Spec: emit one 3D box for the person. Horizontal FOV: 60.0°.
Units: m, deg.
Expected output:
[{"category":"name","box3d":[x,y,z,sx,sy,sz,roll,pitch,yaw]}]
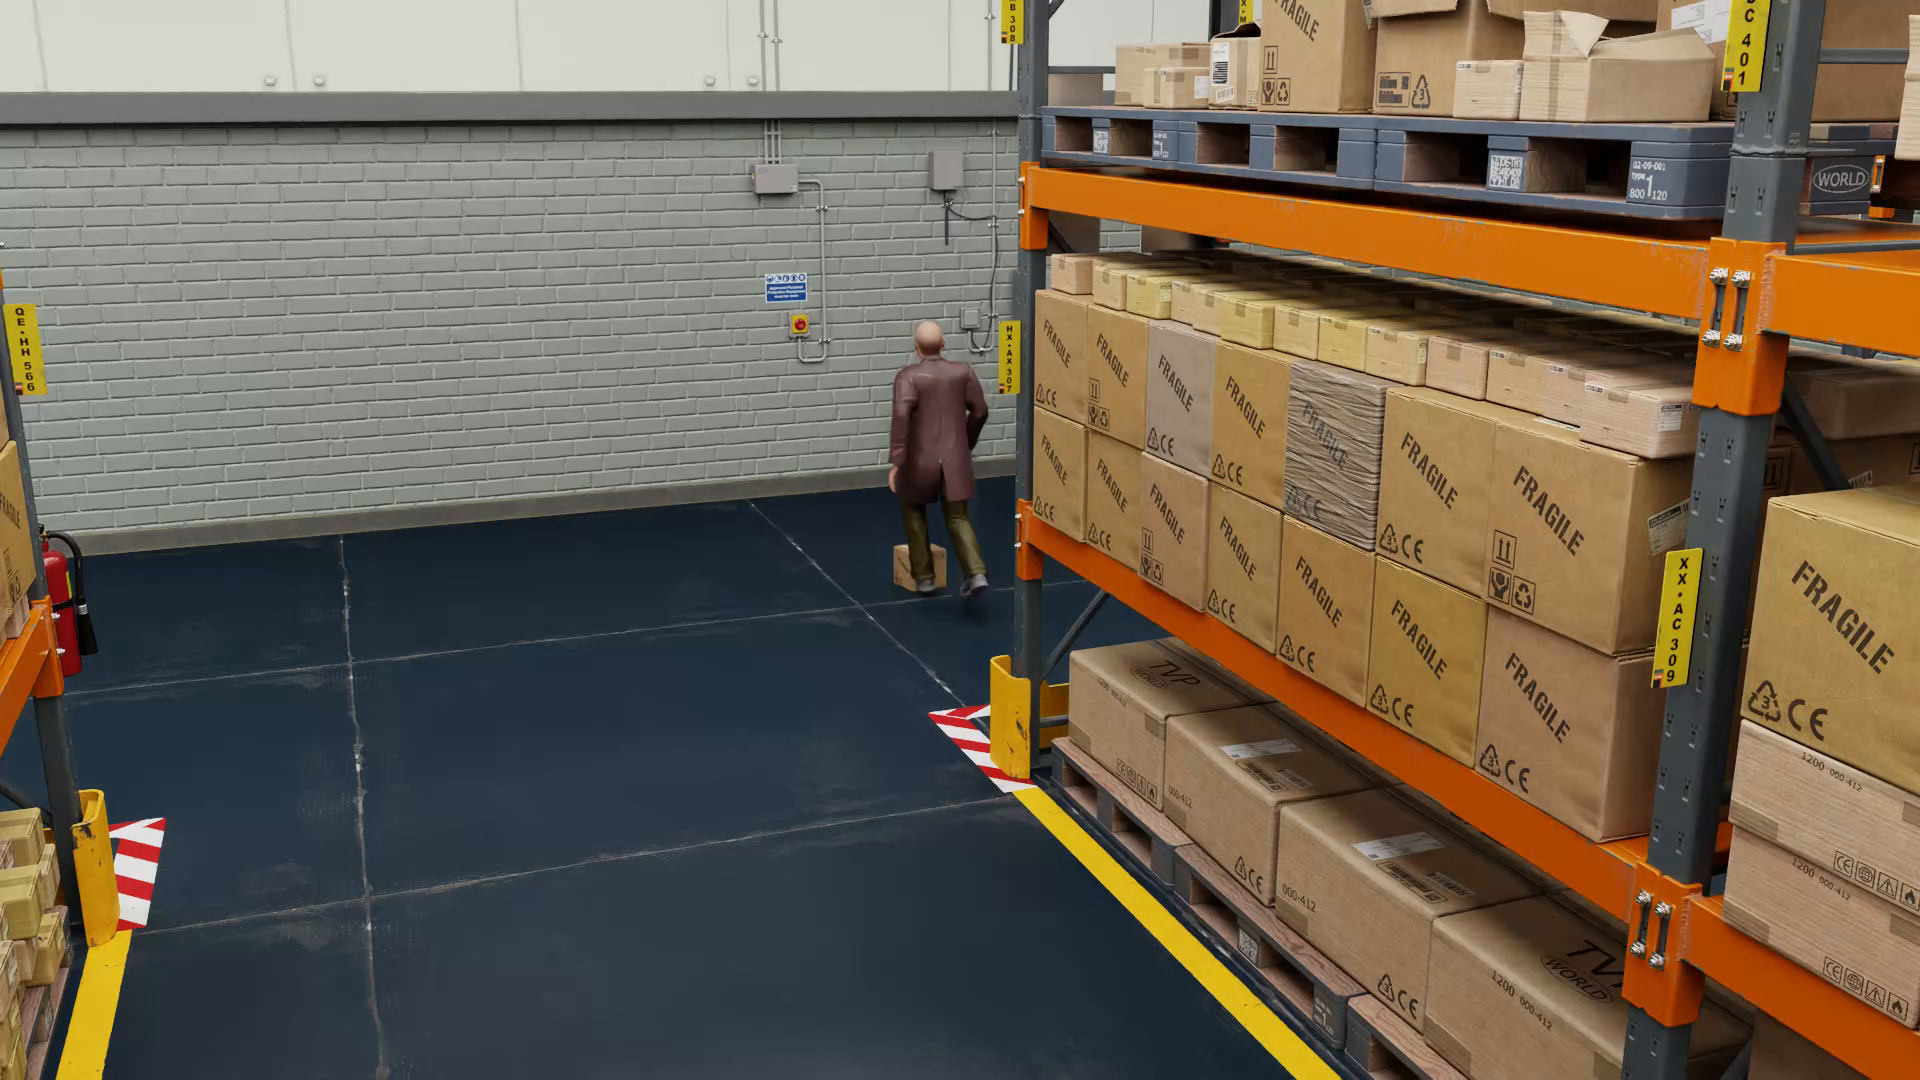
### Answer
[{"category":"person","box3d":[-0.117,-0.466,10.275,0.667,1.721,0.890,-3,16,-13]}]
